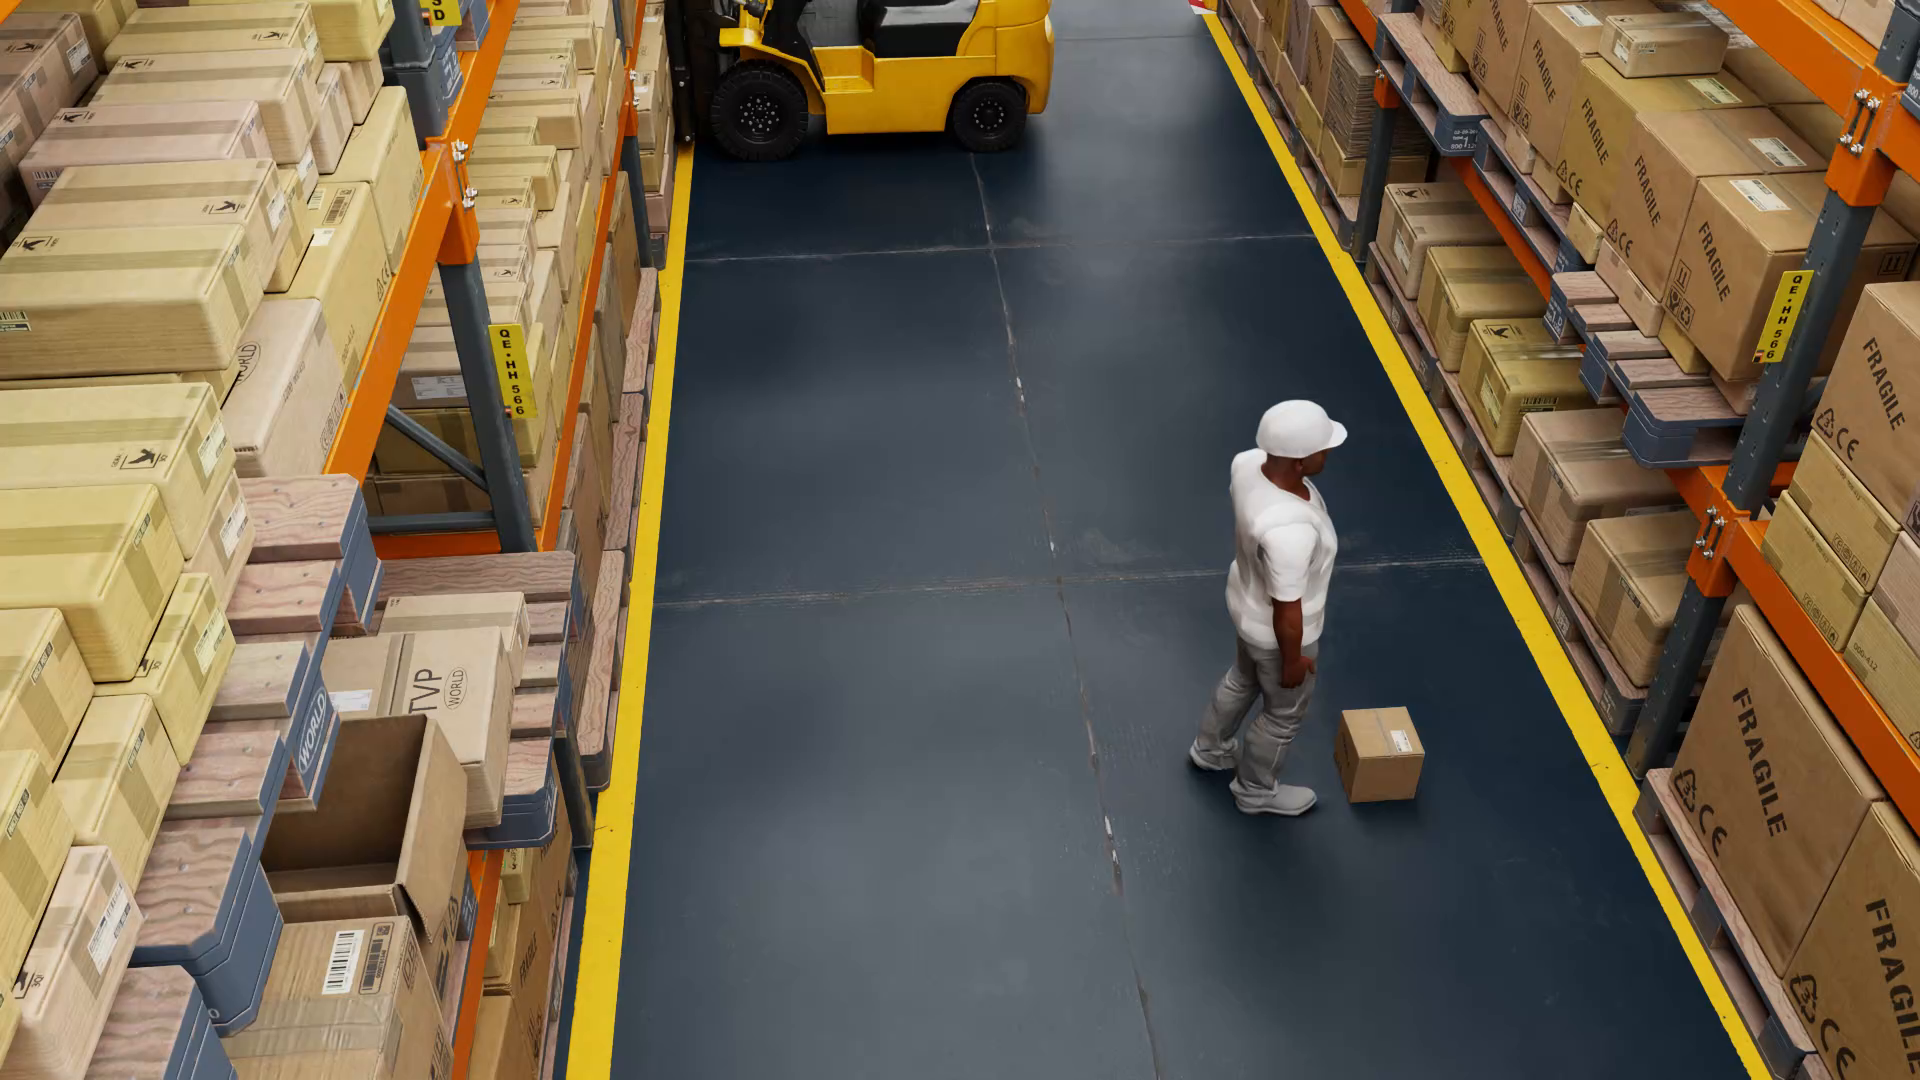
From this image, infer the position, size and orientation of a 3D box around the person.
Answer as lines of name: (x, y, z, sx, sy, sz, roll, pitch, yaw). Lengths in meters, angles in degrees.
person: (1.116, 0.281, 5.850, 0.446, 1.833, 0.571, -3, 39, -3)
